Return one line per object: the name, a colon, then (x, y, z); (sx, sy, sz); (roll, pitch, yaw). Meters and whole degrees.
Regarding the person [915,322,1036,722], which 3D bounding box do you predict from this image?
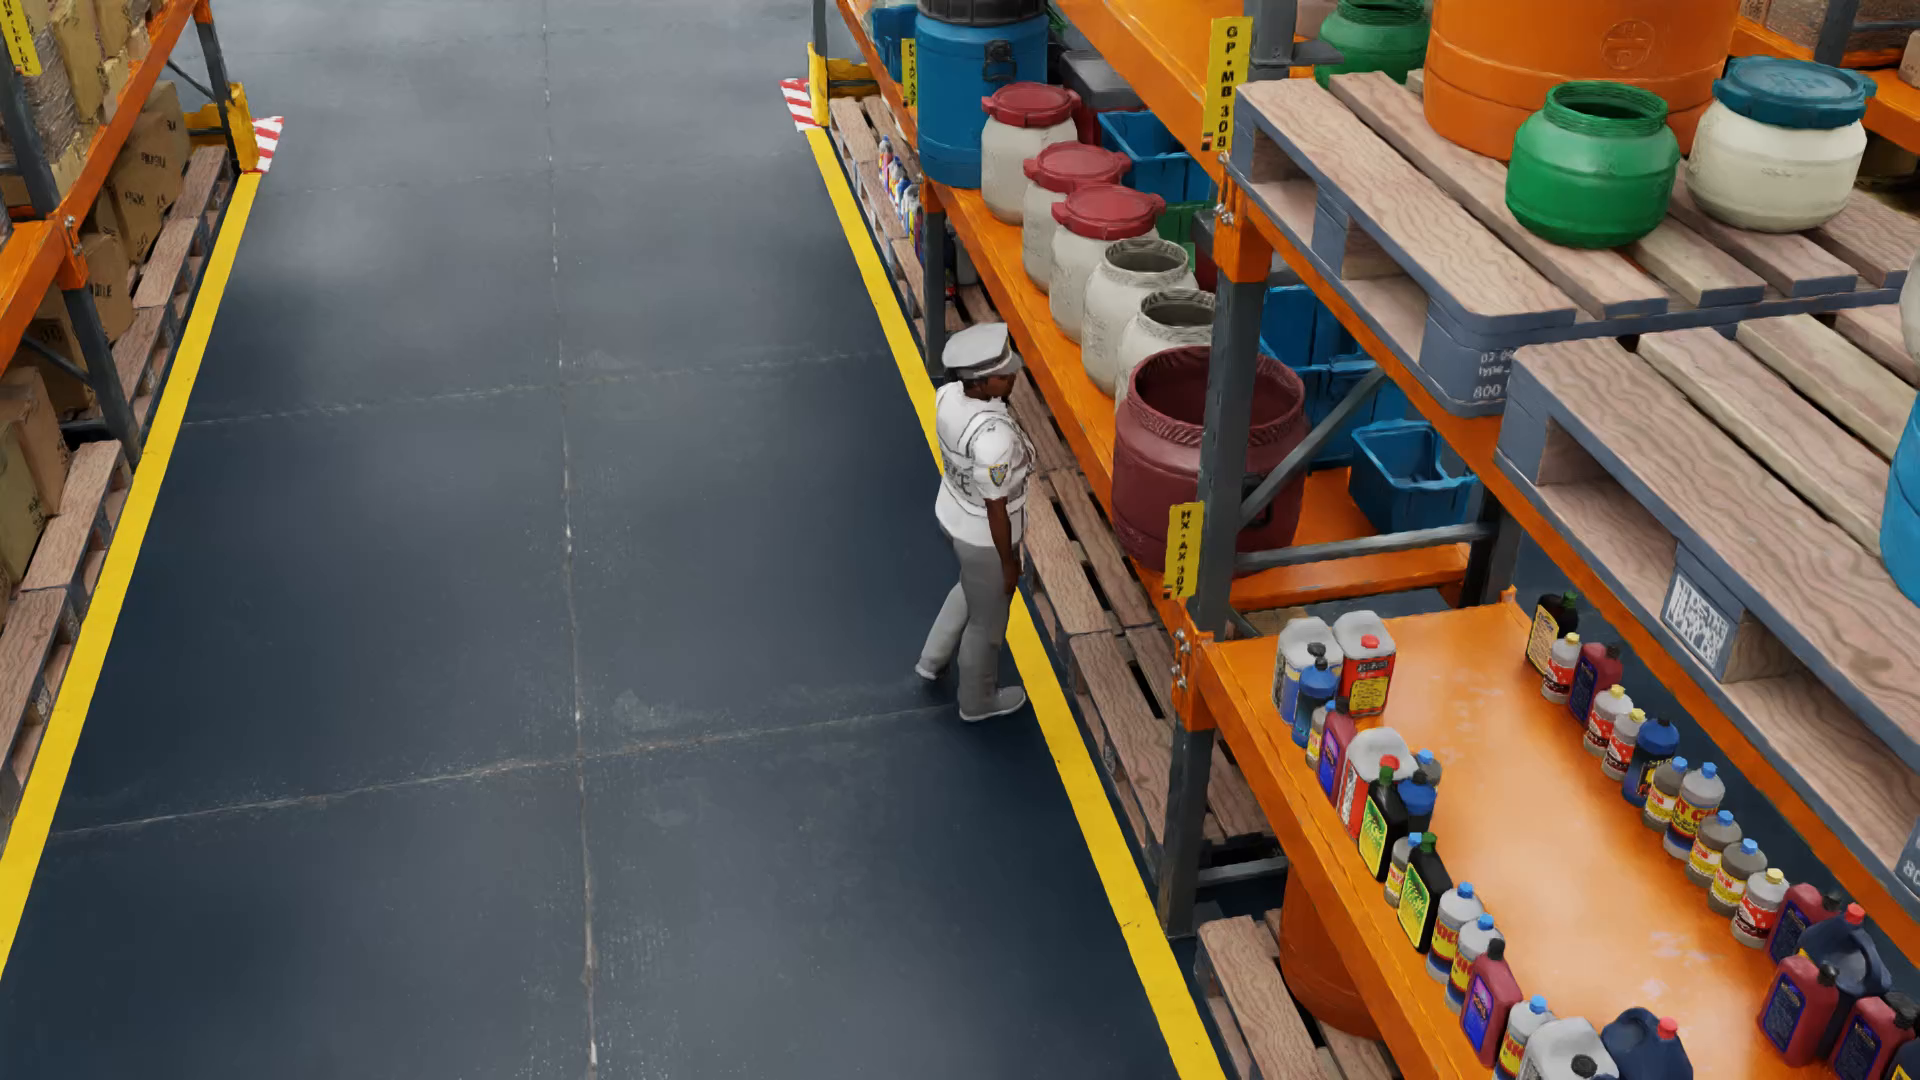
person: (0.046, -0.044, 6.163); (0.419, 1.686, 0.507); (-13, 37, -19)
